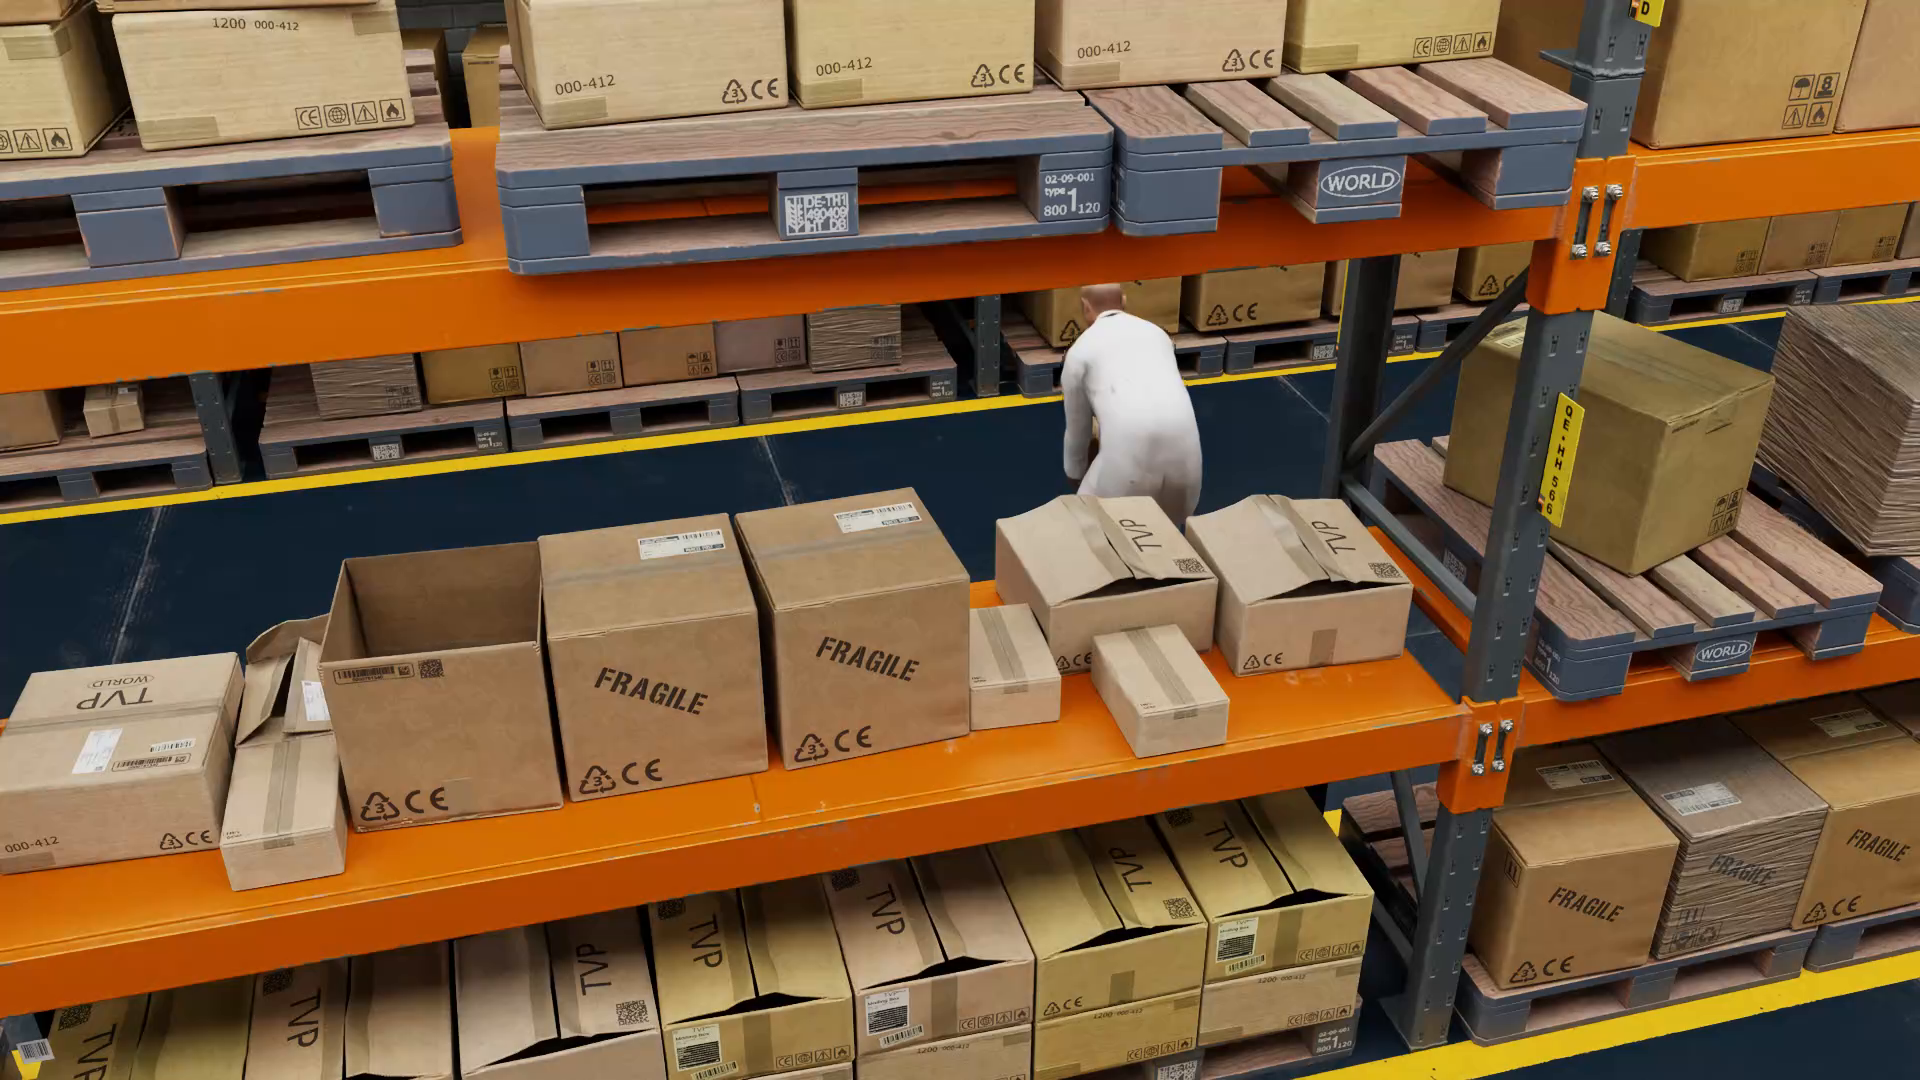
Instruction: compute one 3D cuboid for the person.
[{"bbox_3d":[0.688,-0.300,6.956,0.555,1.496,0.805,-9,31,-15],"label":"person"}]
